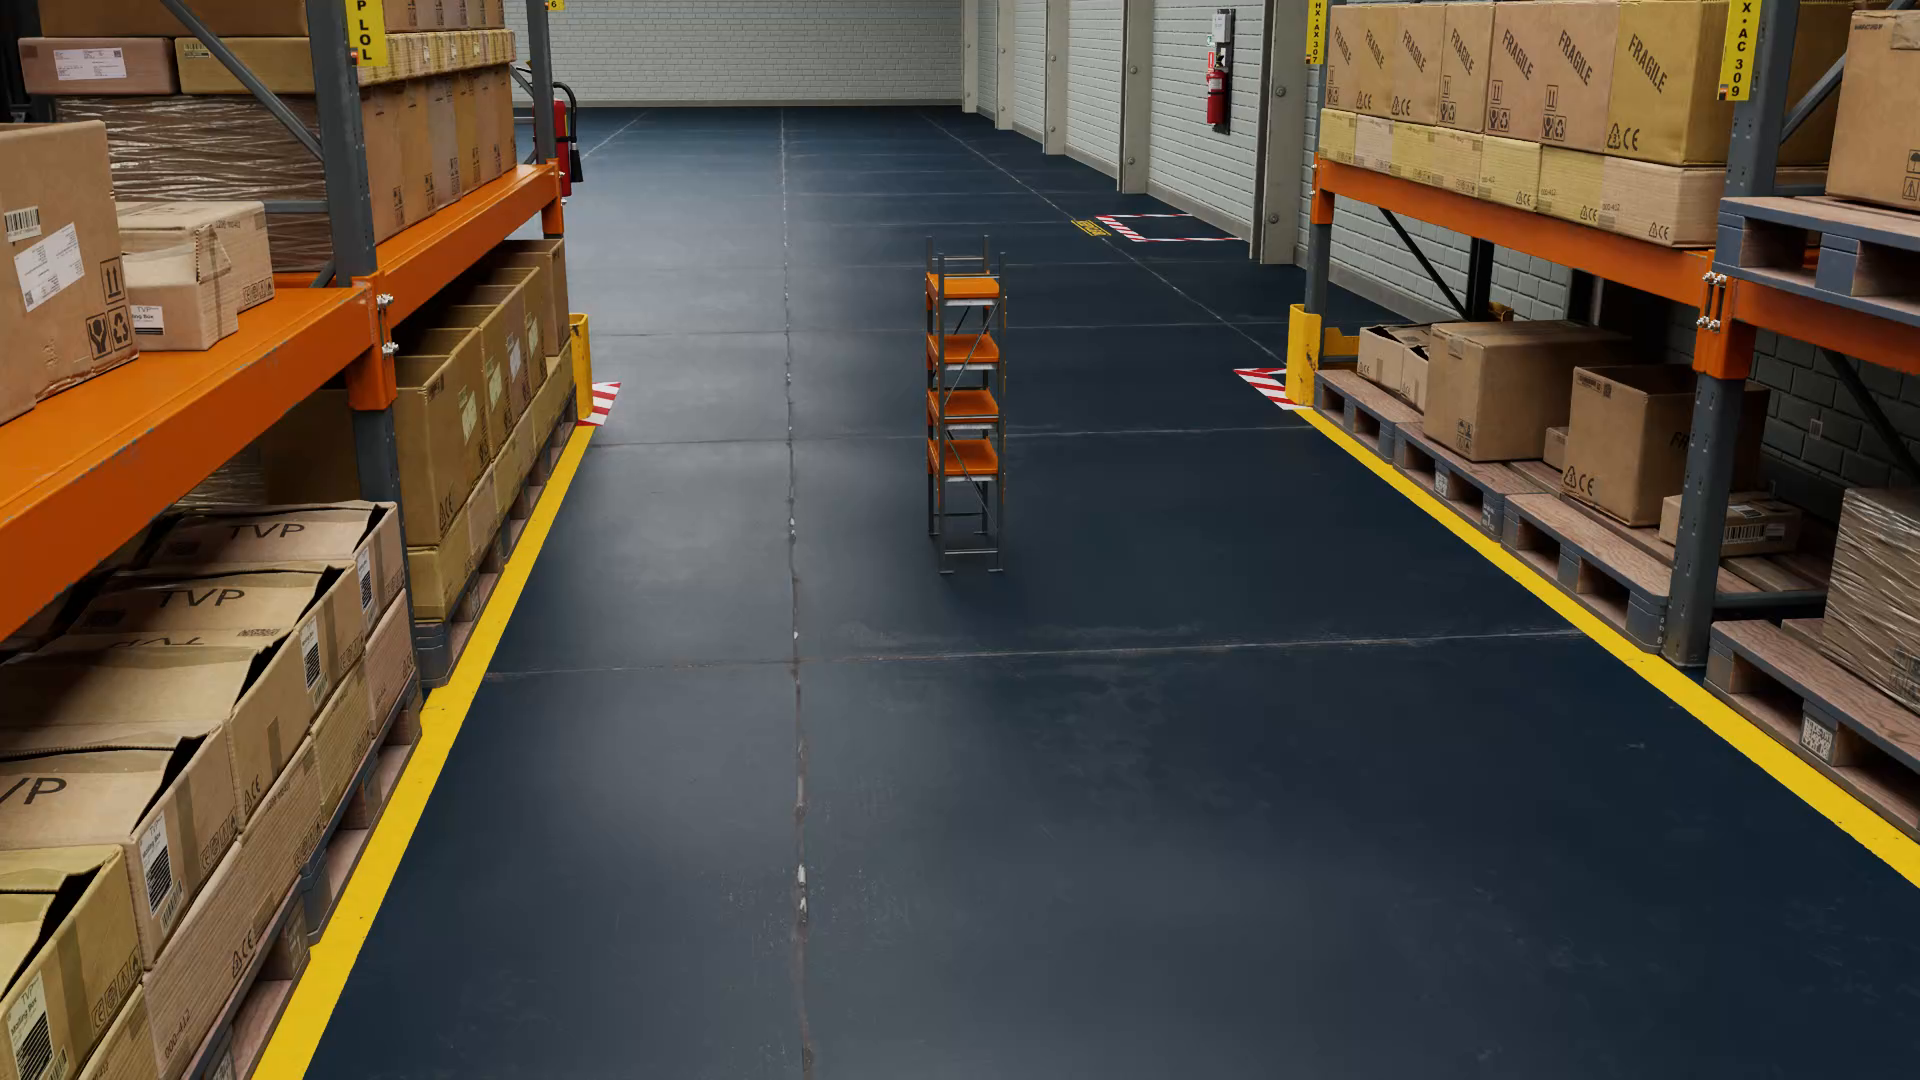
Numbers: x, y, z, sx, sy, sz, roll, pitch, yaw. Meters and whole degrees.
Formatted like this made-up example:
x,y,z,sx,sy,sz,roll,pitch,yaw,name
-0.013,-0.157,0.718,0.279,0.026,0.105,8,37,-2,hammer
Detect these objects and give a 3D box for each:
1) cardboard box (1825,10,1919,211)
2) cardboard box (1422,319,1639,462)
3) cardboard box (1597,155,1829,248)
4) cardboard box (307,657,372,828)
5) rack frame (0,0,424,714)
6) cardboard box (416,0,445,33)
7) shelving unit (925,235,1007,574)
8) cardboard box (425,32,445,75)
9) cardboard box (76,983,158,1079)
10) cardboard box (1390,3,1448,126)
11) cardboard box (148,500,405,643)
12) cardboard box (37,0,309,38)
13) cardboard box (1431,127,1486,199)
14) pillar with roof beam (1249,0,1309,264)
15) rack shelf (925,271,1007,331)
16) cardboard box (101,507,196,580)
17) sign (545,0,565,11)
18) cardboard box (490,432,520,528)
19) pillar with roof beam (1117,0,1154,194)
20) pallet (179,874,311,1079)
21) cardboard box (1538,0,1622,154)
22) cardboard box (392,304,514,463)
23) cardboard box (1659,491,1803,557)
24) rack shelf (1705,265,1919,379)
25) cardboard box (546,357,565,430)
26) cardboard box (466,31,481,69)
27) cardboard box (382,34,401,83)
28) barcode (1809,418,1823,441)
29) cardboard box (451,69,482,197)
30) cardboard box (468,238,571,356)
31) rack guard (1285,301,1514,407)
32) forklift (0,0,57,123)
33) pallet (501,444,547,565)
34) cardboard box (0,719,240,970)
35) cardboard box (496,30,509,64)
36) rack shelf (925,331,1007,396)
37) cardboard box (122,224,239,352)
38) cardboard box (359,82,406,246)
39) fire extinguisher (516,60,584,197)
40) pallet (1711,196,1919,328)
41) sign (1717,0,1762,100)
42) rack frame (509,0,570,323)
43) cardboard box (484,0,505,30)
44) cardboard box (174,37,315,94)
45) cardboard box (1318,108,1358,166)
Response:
x,y,z,sx,sy,sz,roll,pitch,yaw,name
2.820,-1.152,4.436,0.700,0.500,0.500,-2,18,-5,cardboard box
2.456,-0.657,7.200,0.700,0.500,0.500,-3,18,-9,cardboard box
2.451,-1.117,5.443,0.500,0.250,0.500,-2,18,-6,cardboard box
-1.744,0.484,4.016,0.500,0.250,0.500,-2,18,-6,cardboard box
-2.125,-0.893,4.513,1.000,3.000,0.127,-2,18,-6,rack frame
-2.333,-2.140,6.153,0.700,0.500,0.500,-2,18,-6,cardboard box
0.017,-0.523,6.340,0.258,1.200,0.503,-2,18,-6,shelving unit
-2.124,-1.797,6.144,0.380,0.149,0.250,-2,18,-6,cardboard box
-1.587,0.941,2.561,0.500,0.250,0.500,-2,18,-7,cardboard box
2.227,-2.081,7.263,0.500,0.500,0.500,-2,18,-7,cardboard box
-1.798,0.063,4.421,0.500,0.311,0.500,-2,18,-6,cardboard box
-2.177,-1.691,4.724,0.700,0.500,0.500,-2,18,-5,cardboard box
2.288,-1.564,6.869,0.500,0.250,0.500,-2,18,-5,cardboard box
-1.579,-6.574,12.592,9.100,9.000,0.400,-2,18,-6,pillar with roof beam
0.017,-0.898,6.223,0.258,0.148,0.480,-2,18,-6,rack shelf
-2.330,0.082,4.361,0.500,0.311,0.500,-2,18,-5,cardboard box
-1.997,-2.762,8.140,0.100,0.325,0.005,-2,18,-6,sign
-1.964,-0.227,6.281,0.500,0.250,0.500,-2,18,-6,cardboard box
-2.198,-8.361,18.286,9.100,9.000,0.400,-2,18,-6,pillar with roof beam
-1.881,1.020,3.074,1.003,0.211,1.213,-2,18,-6,pallet
2.388,-1.622,5.802,0.500,0.500,0.500,-2,18,-6,cardboard box
-1.965,-0.585,6.169,0.500,0.500,0.500,-2,18,-6,cardboard box
2.717,-0.063,5.867,0.380,0.166,0.250,-4,18,-13,cardboard box
3.008,-0.108,3.213,1.077,0.370,4.000,-2,18,-6,rack shelf
-2.125,-0.674,7.704,0.500,0.250,0.500,-2,18,-6,cardboard box
-2.203,-2.026,6.874,0.380,0.149,0.250,-1,17,-4,cardboard box
-2.043,-1.566,5.406,0.380,0.149,0.250,-2,18,-6,cardboard box
2.985,-0.385,5.800,0.001,0.075,0.075,-2,18,-6,barcode
-2.398,-1.688,6.880,0.700,0.500,0.500,-2,18,-5,cardboard box
-2.187,-1.180,8.066,0.500,0.500,0.500,-2,18,-6,cardboard box
2.397,-1.023,9.102,1.175,0.500,0.348,-2,18,-6,rack guard
-4.736,-1.766,7.408,1.130,2.935,3.031,-1,17,-4,forklift
-2.295,-0.165,6.849,1.003,0.211,1.213,-2,18,-6,pallet
-1.641,0.517,2.977,0.500,0.311,0.500,-2,18,-6,cardboard box
-2.281,-2.256,7.604,0.380,0.149,0.250,-1,17,-4,cardboard box
0.017,-0.672,6.293,0.258,0.148,0.480,-2,18,-6,rack shelf
-1.852,-0.572,3.716,0.396,0.266,0.258,-2,18,-7,cardboard box
-2.238,-1.229,5.418,0.700,0.500,0.500,-2,18,-6,cardboard box
-2.088,-2.097,8.478,0.296,0.674,0.183,-2,18,-6,fire extinguisher
2.736,-0.723,4.293,1.003,0.211,1.213,-2,18,-6,pallet
2.263,-1.441,4.813,0.100,0.325,0.005,-2,18,-6,sign
-2.538,-2.084,8.309,1.000,3.000,0.127,-2,18,-6,rack frame
-2.497,-2.596,7.605,0.700,0.500,0.500,-2,18,-5,cardboard box
-1.960,-1.336,4.674,0.380,0.149,0.250,-2,18,-6,cardboard box
2.124,-2.021,8.325,0.500,0.250,0.500,-2,18,-7,cardboard box
